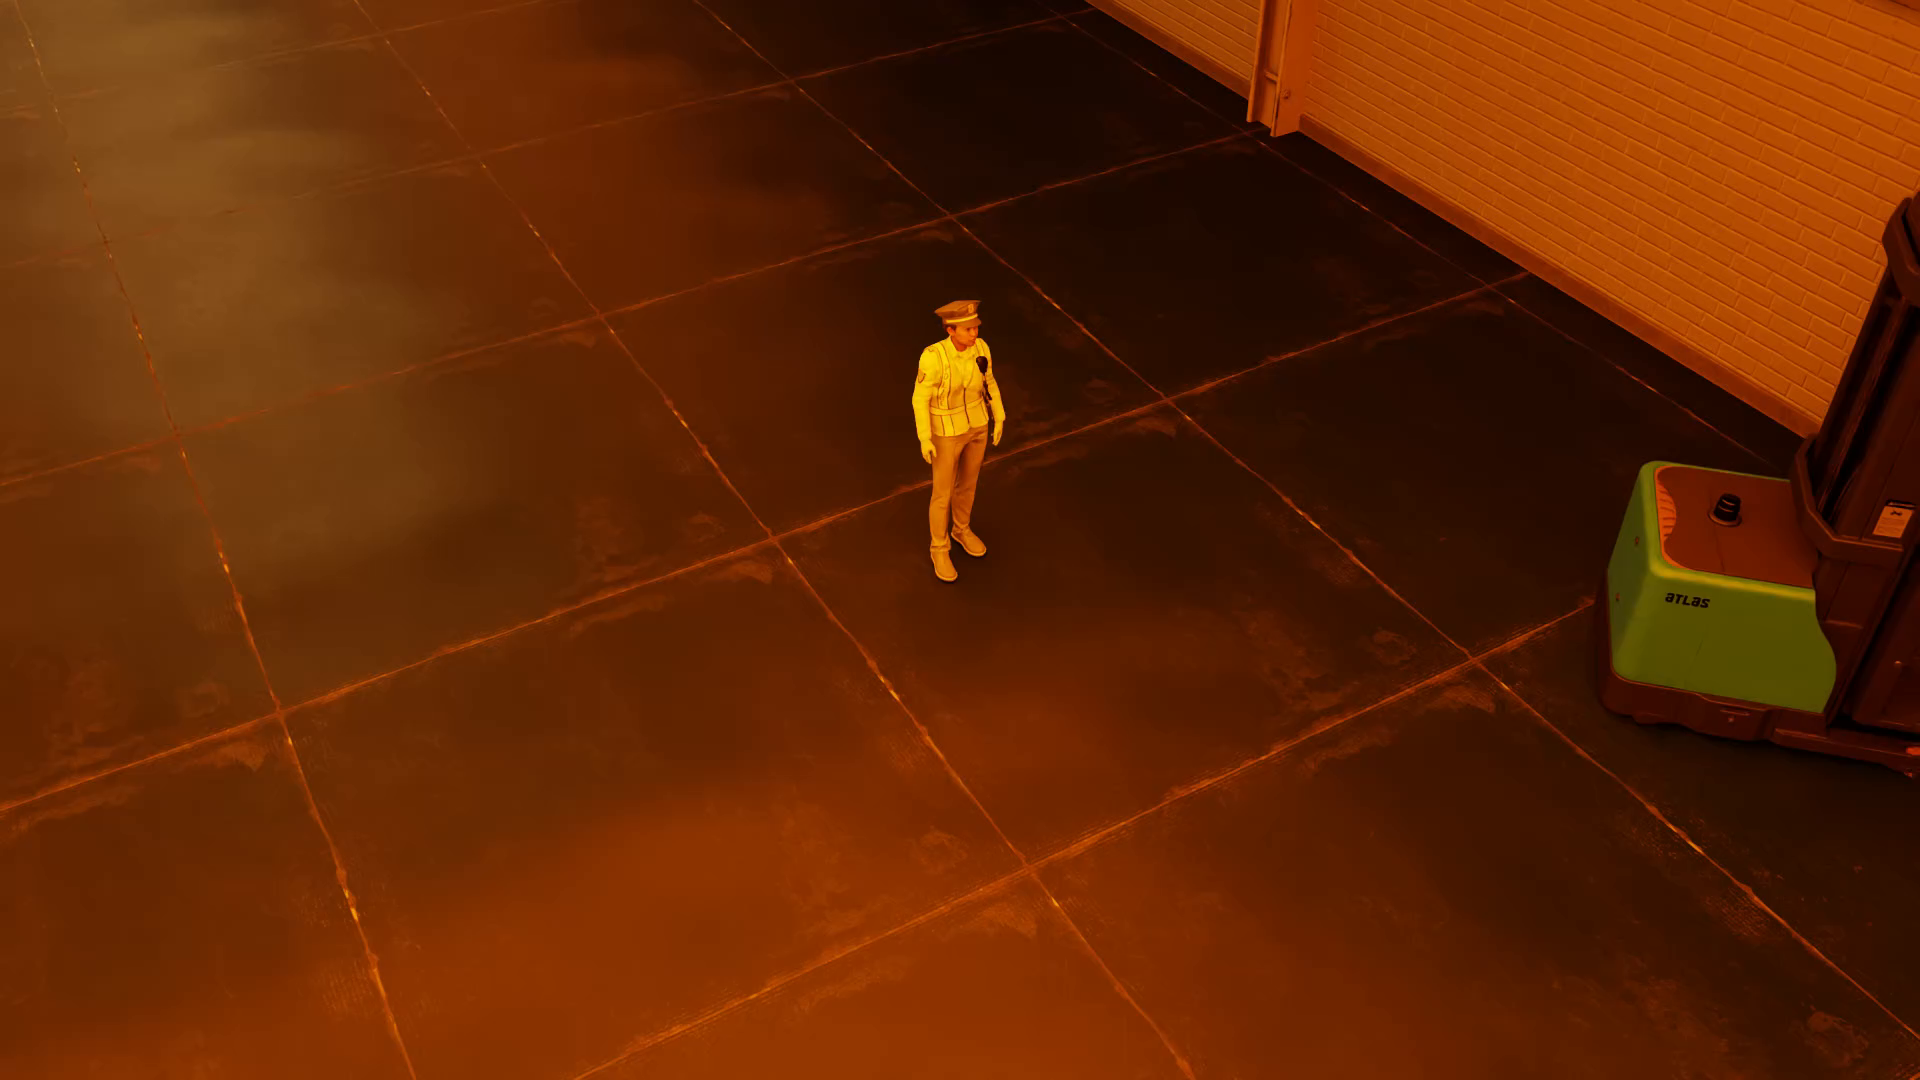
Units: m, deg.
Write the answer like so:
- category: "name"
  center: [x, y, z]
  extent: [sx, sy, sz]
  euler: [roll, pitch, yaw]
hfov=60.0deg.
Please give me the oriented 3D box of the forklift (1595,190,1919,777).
- category: "forklift"
  center: [5.100, -0.217, 8.297]
  extent: [3.031, 2.935, 1.130]
  euler: [10, 41, 11]

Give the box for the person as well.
- category: "person"
  center: [0.029, -0.617, 9.738]
  extent: [0.586, 1.694, 0.530]
  euler: [-20, 44, -23]
